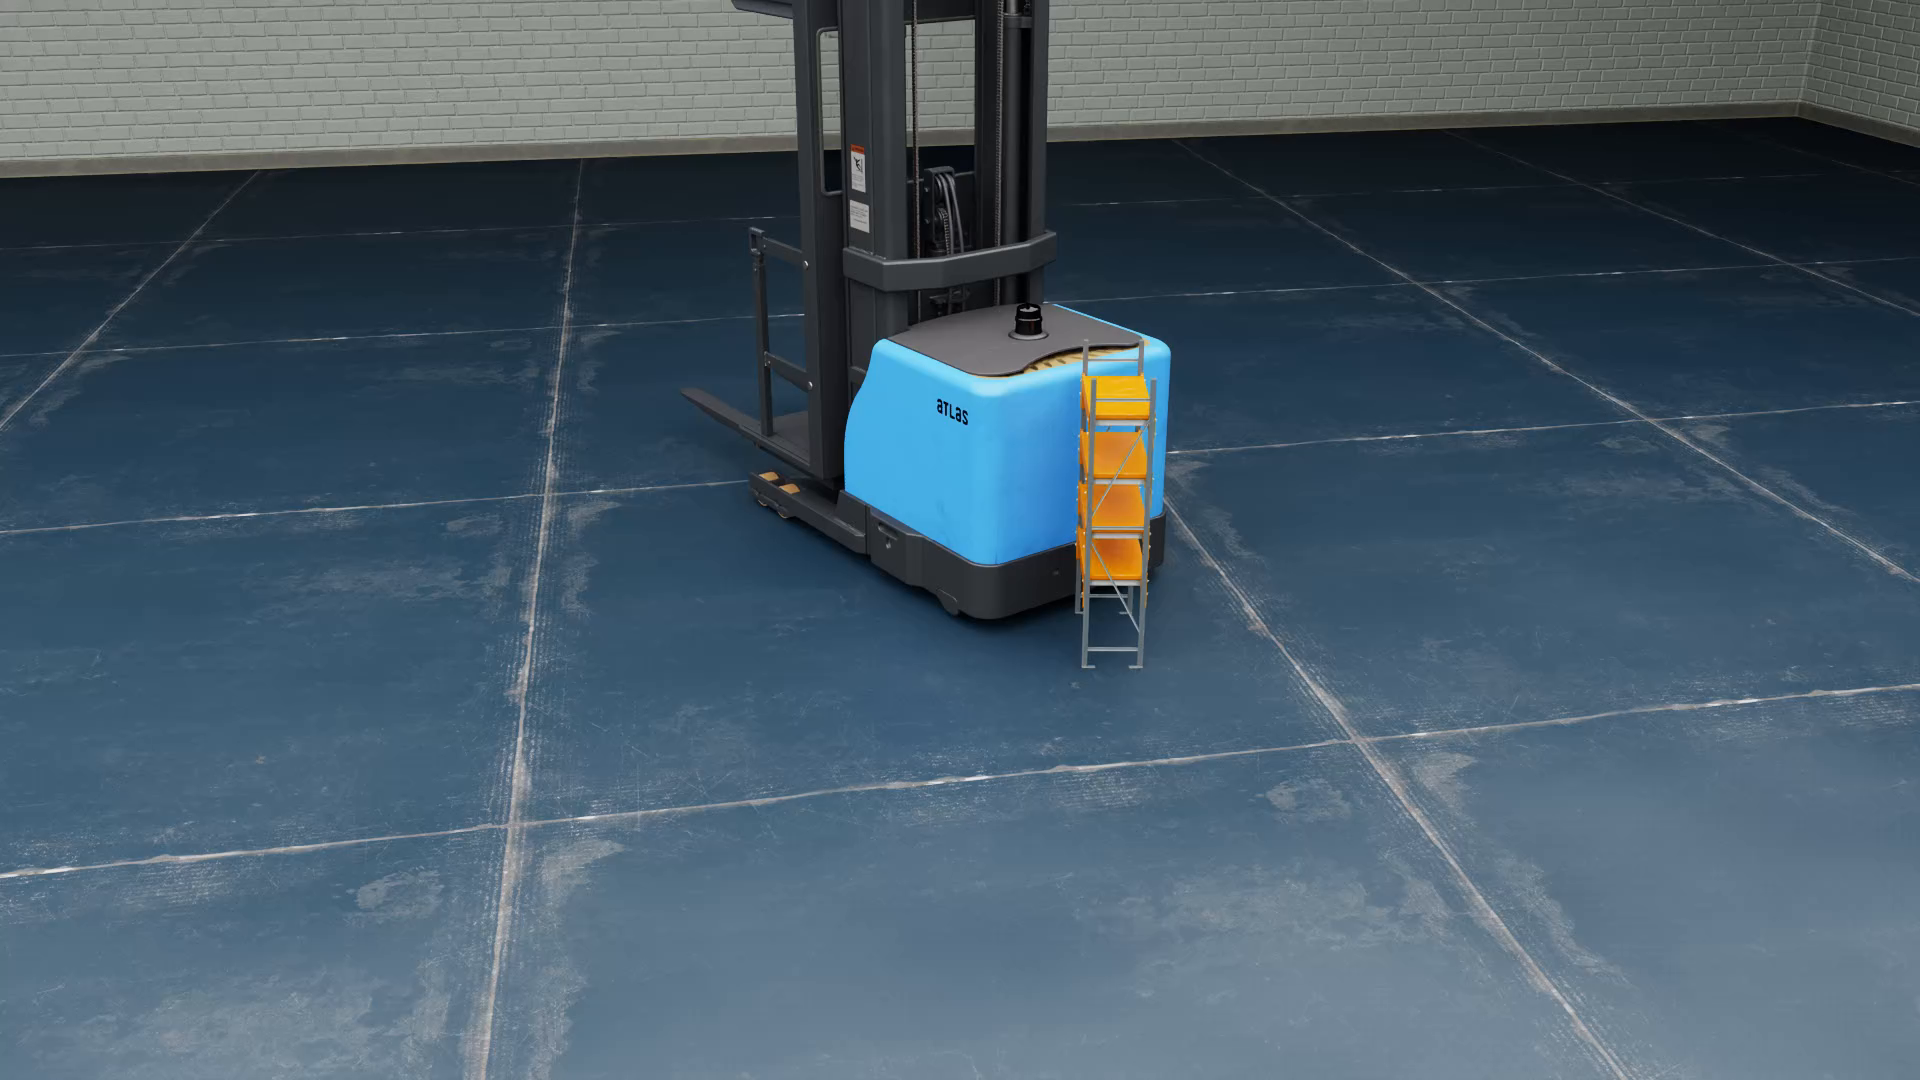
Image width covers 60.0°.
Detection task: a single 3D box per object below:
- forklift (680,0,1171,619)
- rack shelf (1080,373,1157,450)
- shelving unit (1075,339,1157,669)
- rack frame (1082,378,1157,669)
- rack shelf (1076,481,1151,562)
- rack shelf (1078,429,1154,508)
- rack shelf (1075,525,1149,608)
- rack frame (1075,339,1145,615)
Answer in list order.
[{"bbox_3d":[-0.371,-1.547,7.631,1.130,2.935,3.031,-16,28,-33],"label":"forklift"},{"bbox_3d":[0.605,-0.501,6.415,0.258,0.148,0.480,0,24,1],"label":"rack shelf"},{"bbox_3d":[0.605,-0.141,6.573,0.258,1.200,0.503,0,24,1],"label":"shelving unit"},{"bbox_3d":[0.602,-0.043,6.349,0.240,1.200,0.015,0,24,1],"label":"rack frame"},{"bbox_3d":[0.605,-0.079,6.600,0.258,0.148,0.480,0,24,1],"label":"rack shelf"},{"bbox_3d":[0.605,-0.284,6.510,0.258,0.148,0.480,0,24,1],"label":"rack shelf"},{"bbox_3d":[0.605,0.103,6.679,0.258,0.148,0.480,0,24,1],"label":"rack shelf"},{"bbox_3d":[0.607,-0.238,6.796,0.240,1.200,0.015,0,24,1],"label":"rack frame"}]
